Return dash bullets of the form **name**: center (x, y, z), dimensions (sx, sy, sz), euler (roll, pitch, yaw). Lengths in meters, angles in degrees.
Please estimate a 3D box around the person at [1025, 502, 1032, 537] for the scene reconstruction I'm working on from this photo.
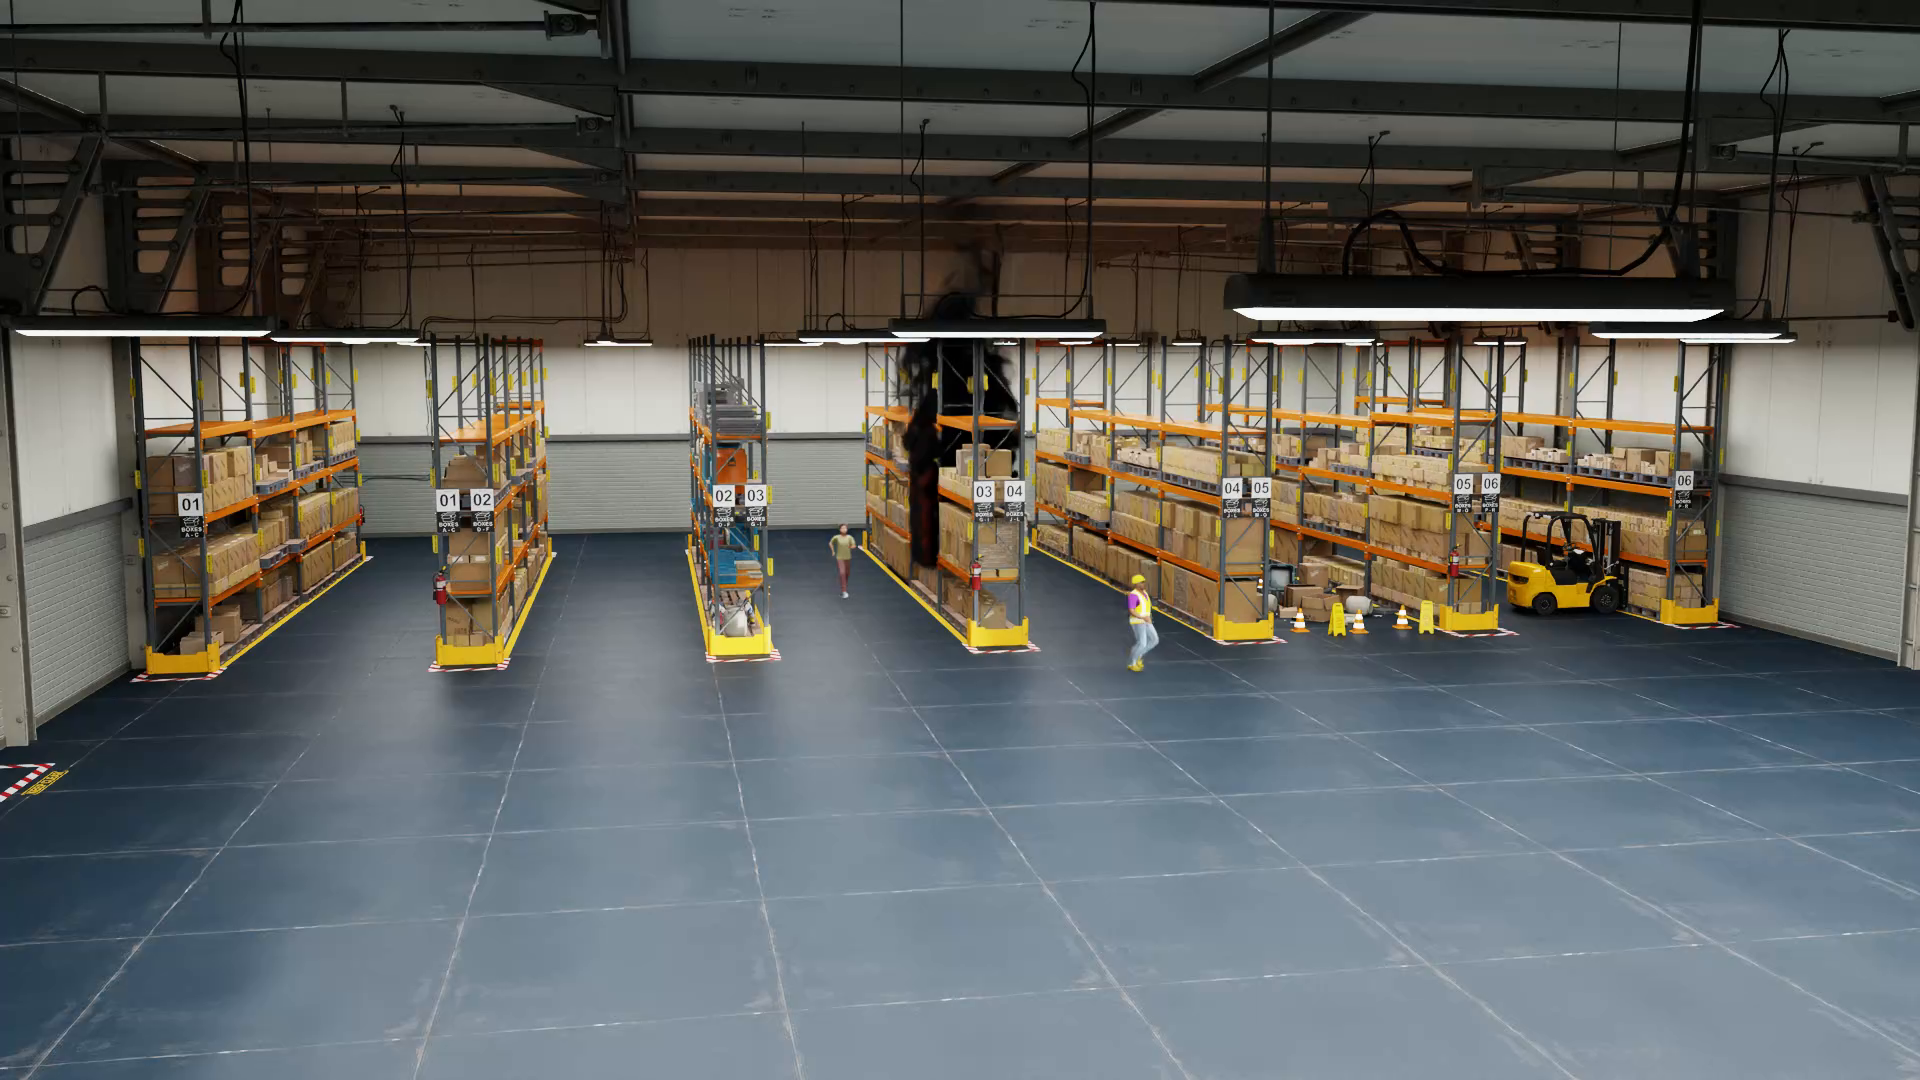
- **person**: center (1.666, -0.223, 44.782), dimensions (0.575, 1.655, 0.553), euler (-2, 7, -15)

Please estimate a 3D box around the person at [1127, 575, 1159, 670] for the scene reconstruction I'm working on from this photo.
- **person**: center (3.251, 1.469, 29.668), dimensions (0.566, 1.721, 0.712), euler (4, 8, 29)

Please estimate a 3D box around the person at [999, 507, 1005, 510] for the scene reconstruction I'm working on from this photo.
- **person**: center (1.025, -0.510, 47.523), dimensions (0.597, 1.589, 0.543), euler (1, 7, 5)

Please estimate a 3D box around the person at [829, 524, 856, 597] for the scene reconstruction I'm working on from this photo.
- **person**: center (-2.696, 0.447, 38.610), dimensions (0.570, 1.665, 0.960), euler (-2, 7, -20)
